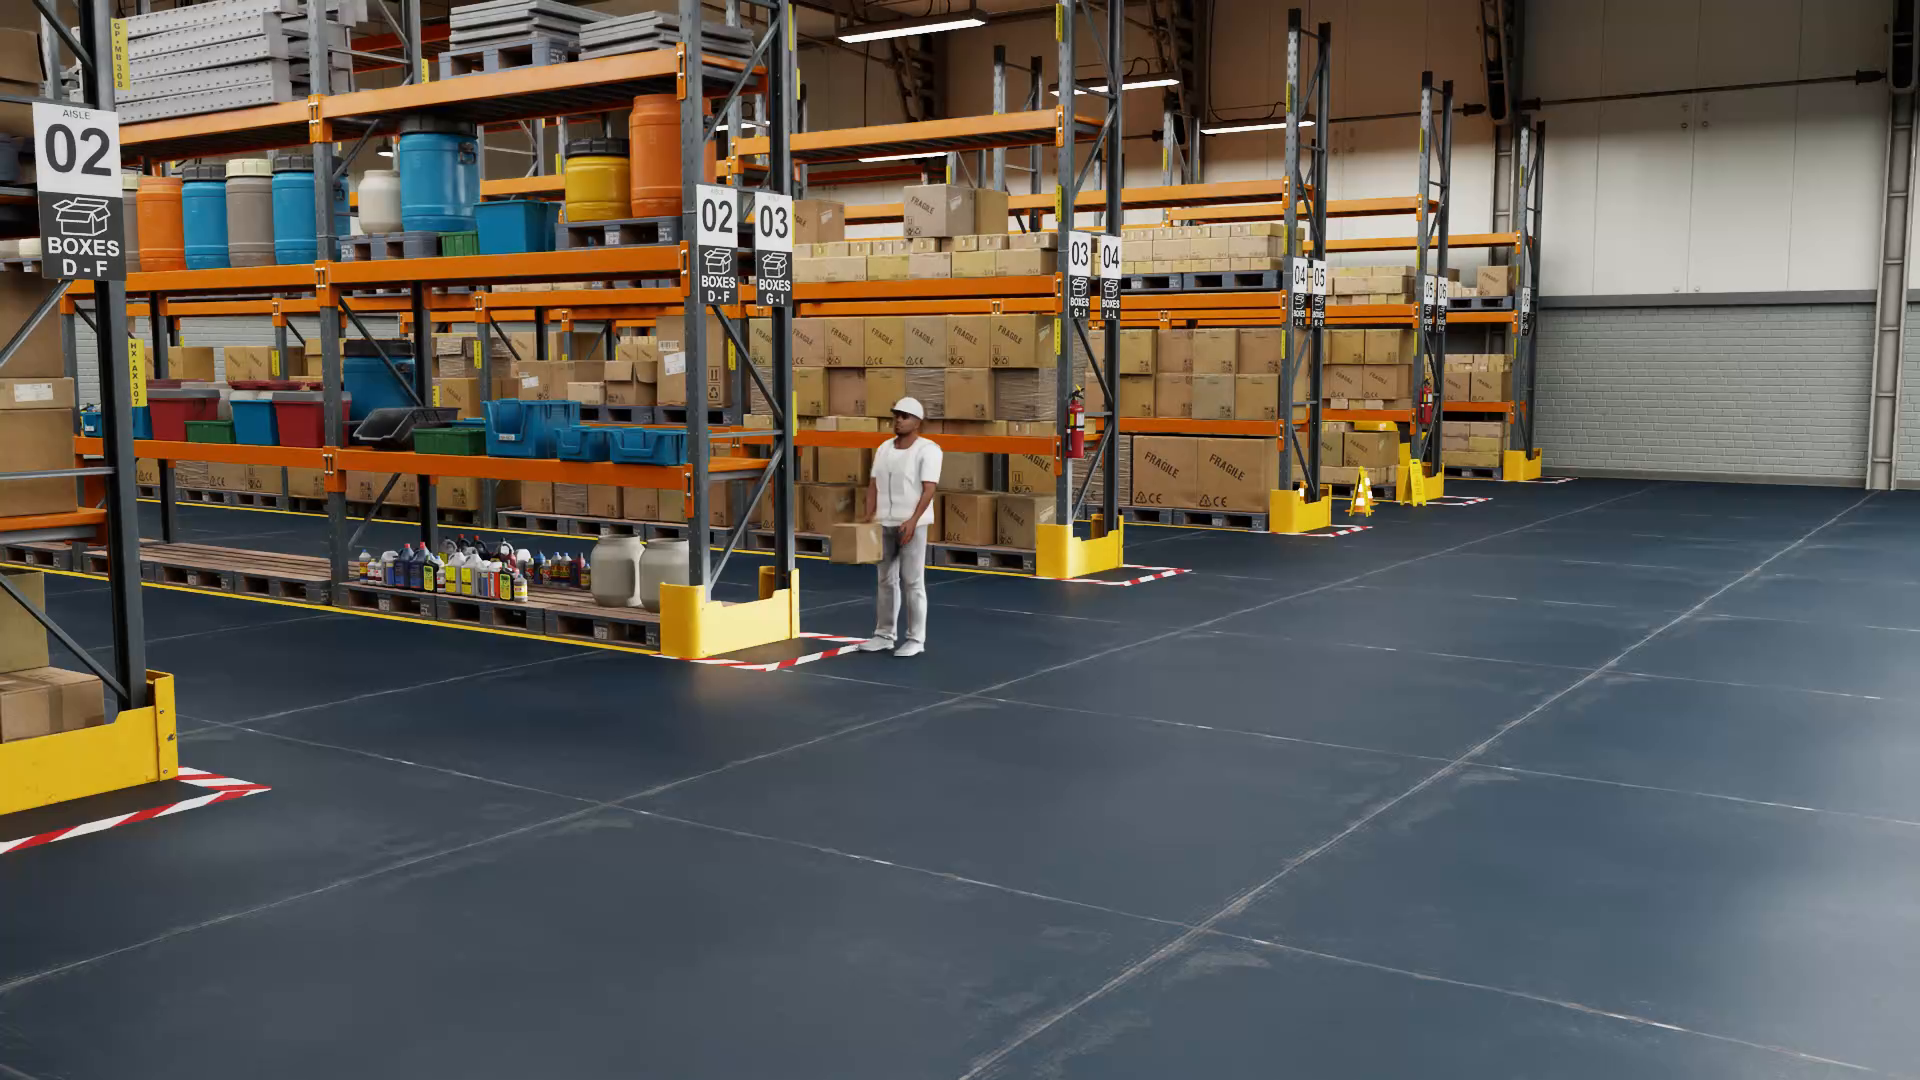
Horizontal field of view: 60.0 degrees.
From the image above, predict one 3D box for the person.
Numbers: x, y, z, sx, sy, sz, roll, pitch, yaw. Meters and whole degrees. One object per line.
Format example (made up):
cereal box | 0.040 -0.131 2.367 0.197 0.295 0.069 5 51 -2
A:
person | -0.420 -0.097 11.506 0.554 1.778 0.464 5 8 36
